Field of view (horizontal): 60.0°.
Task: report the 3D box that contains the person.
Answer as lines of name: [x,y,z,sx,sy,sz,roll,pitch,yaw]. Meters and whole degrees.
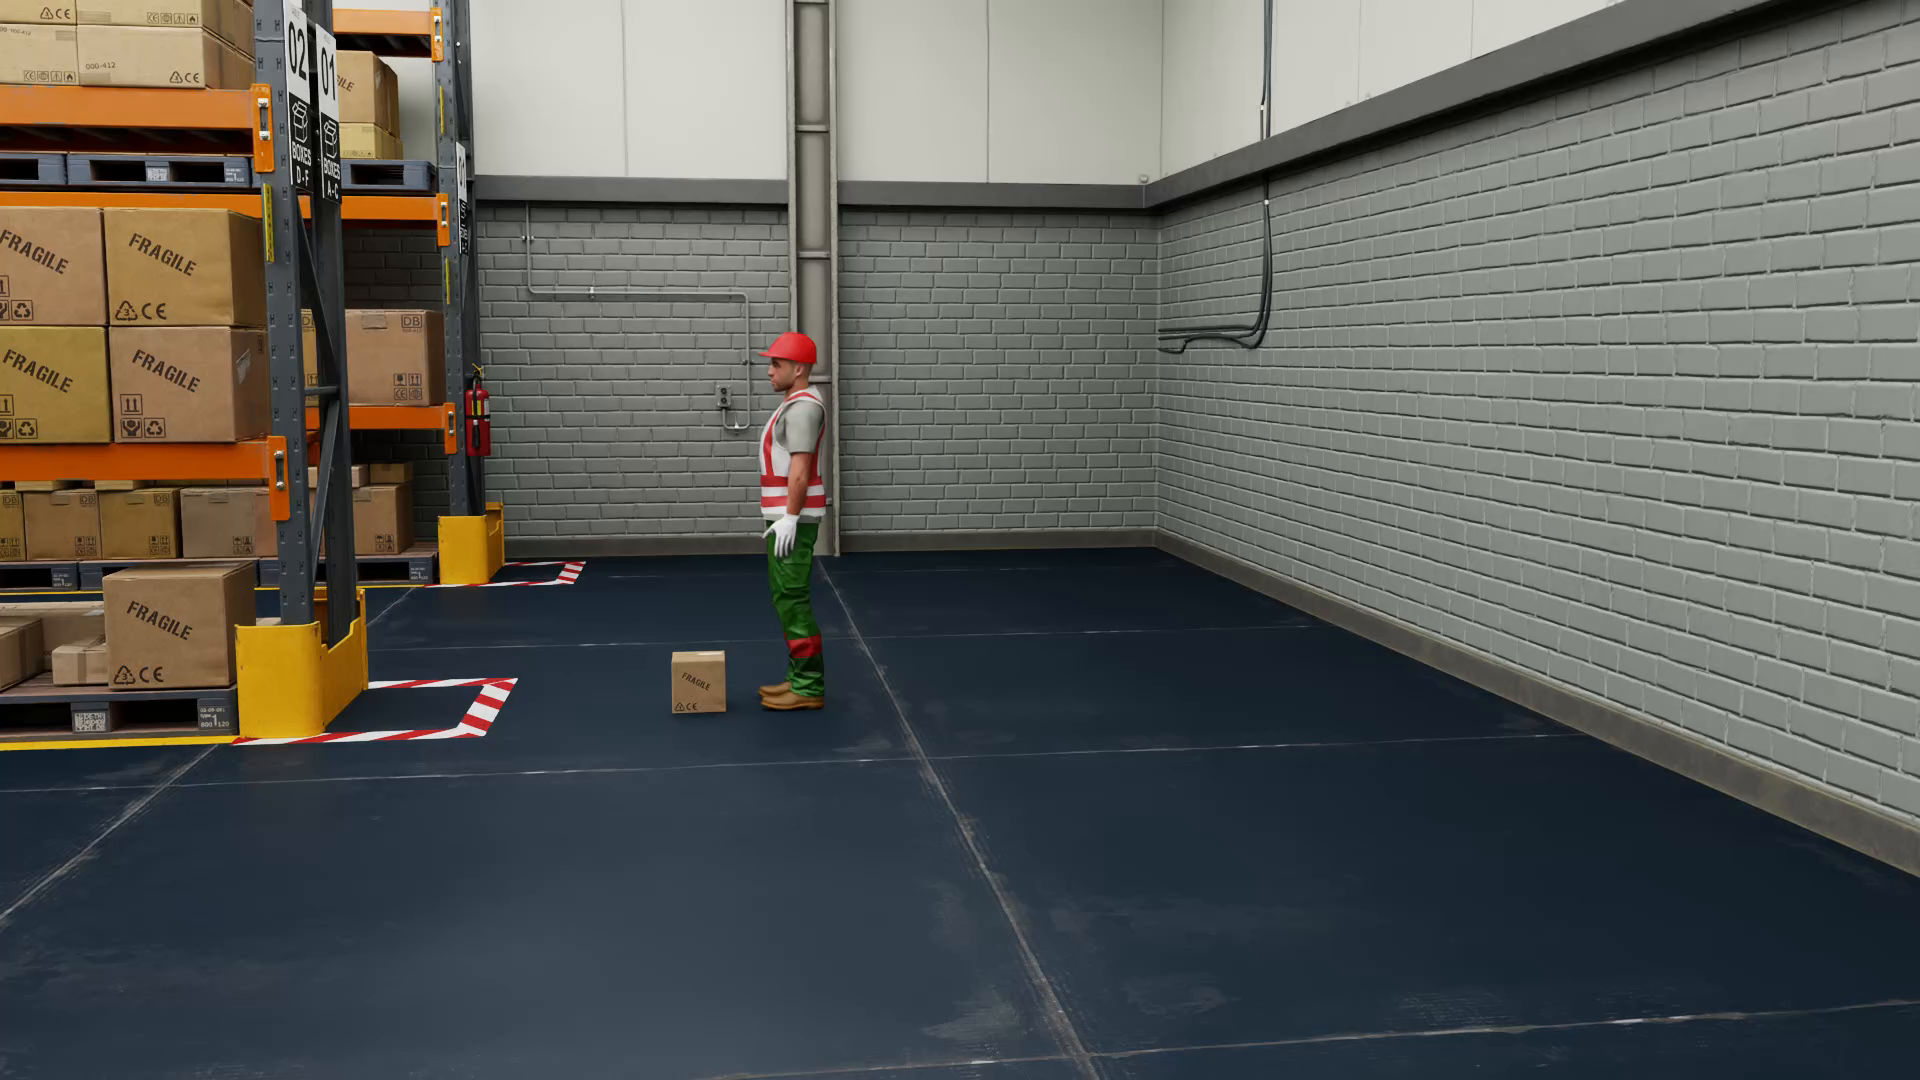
person: [-0.802,-0.093,7.936,0.346,1.785,0.525,-1,6,-7]
